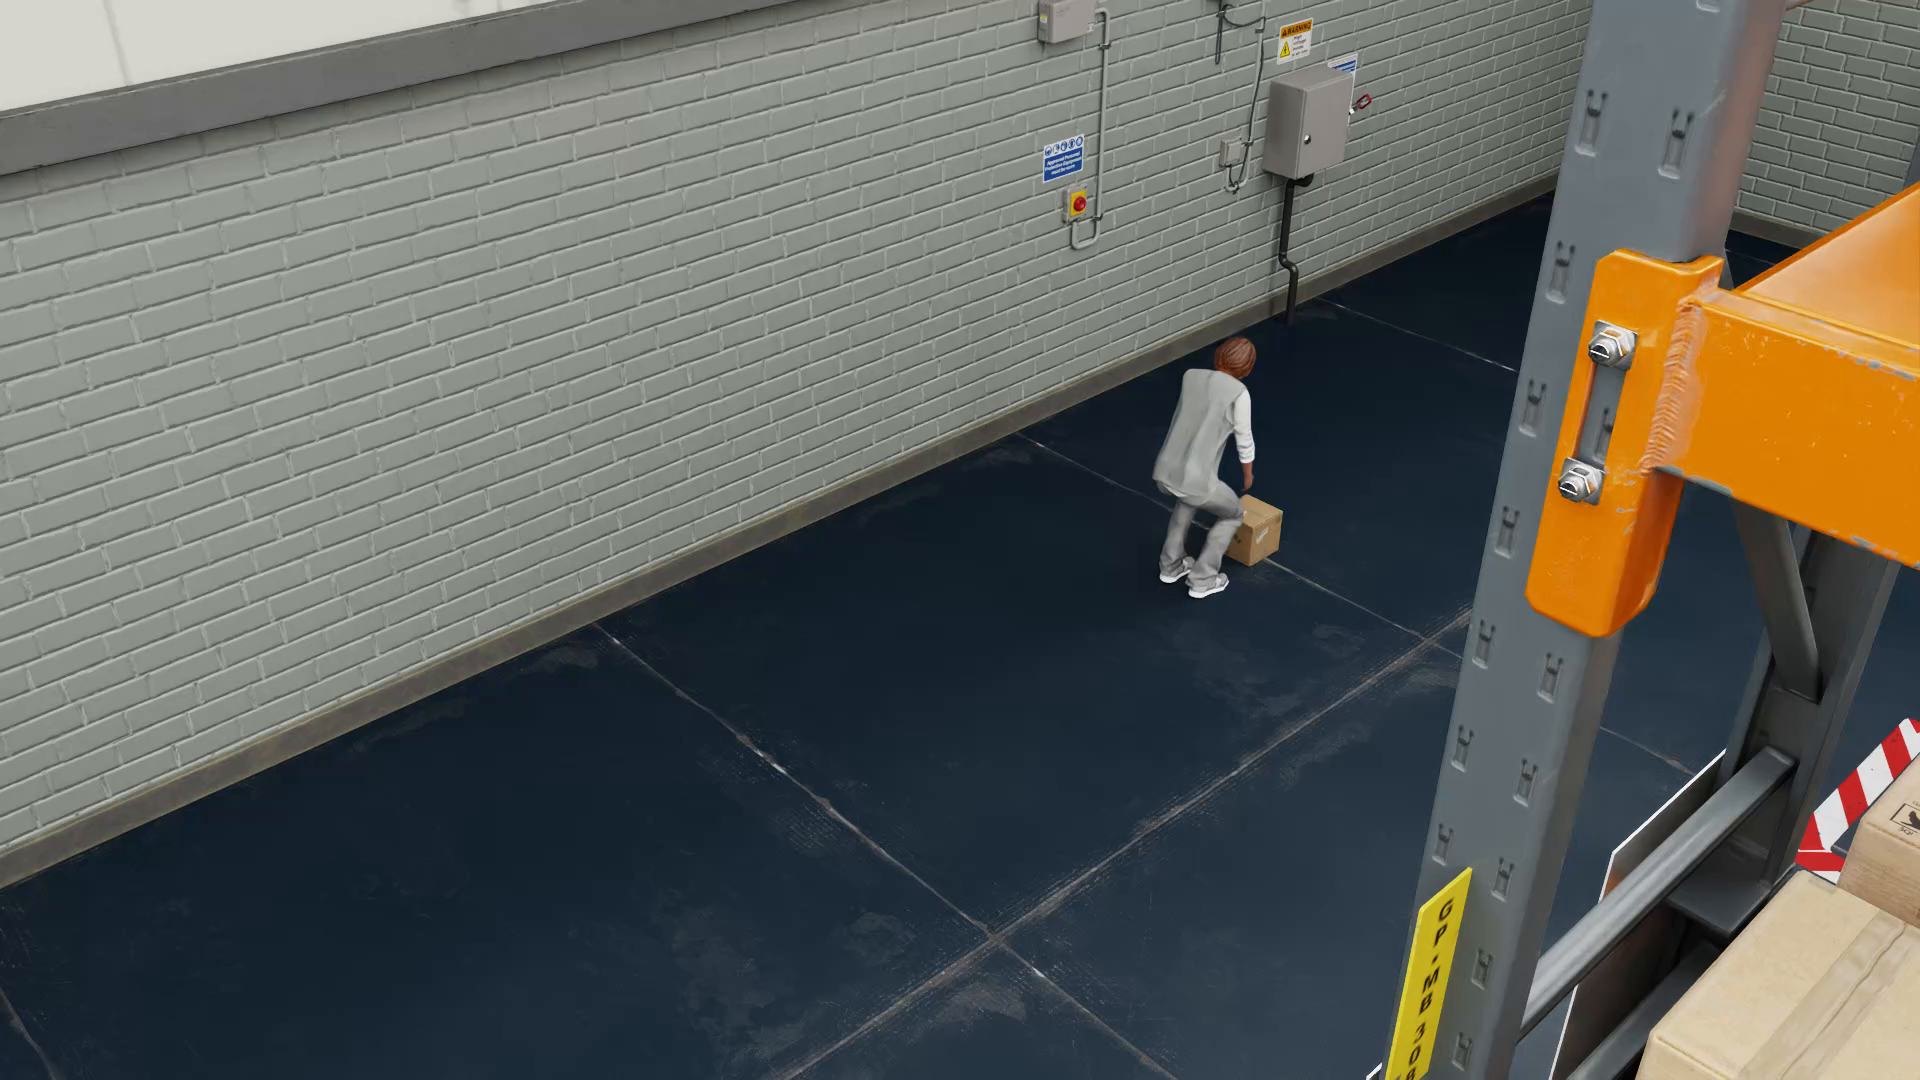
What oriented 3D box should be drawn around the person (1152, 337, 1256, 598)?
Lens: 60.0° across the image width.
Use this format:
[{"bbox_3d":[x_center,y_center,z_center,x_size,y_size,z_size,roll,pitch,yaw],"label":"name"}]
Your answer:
[{"bbox_3d":[1.233,-0.363,8.485,0.640,1.325,0.462,-26,40,-35],"label":"person"}]
